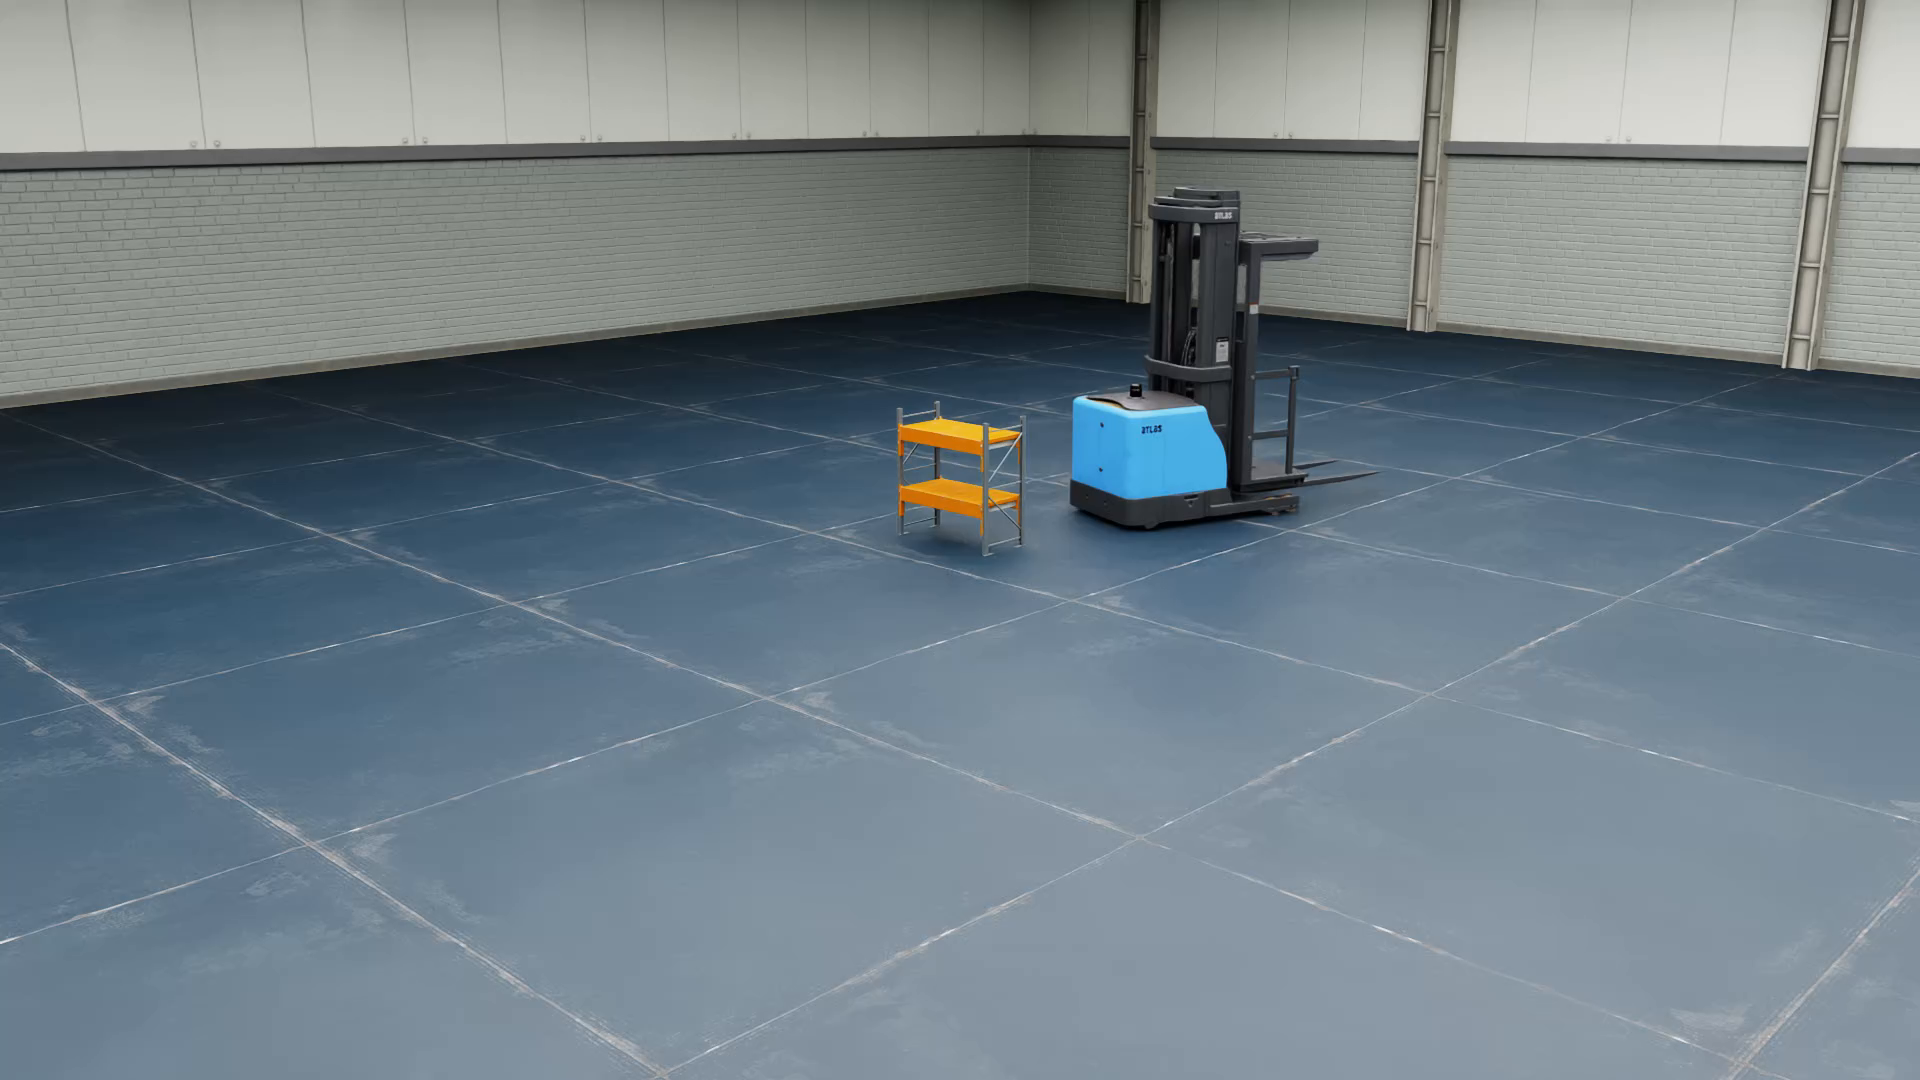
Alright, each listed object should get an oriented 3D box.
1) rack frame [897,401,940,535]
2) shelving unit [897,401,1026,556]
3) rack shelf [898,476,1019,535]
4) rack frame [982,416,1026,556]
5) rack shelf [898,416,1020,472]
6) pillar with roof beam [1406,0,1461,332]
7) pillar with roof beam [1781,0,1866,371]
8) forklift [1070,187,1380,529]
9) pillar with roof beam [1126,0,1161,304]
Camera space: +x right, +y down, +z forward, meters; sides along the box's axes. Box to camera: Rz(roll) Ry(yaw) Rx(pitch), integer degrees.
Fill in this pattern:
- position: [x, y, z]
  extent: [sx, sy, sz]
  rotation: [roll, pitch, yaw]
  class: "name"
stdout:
- position: [-0.361, -0.632, 14.627]
  extent: [0.032, 1.125, 0.500]
  rotation: [14, 20, 42]
  class: "rack frame"
- position: [0.005, -0.543, 14.286]
  extent: [1.048, 1.125, 0.538]
  rotation: [14, 20, 42]
  class: "shelving unit"
- position: [0.005, -0.307, 14.347]
  extent: [1.000, 0.278, 0.538]
  rotation: [14, 20, 42]
  class: "rack shelf"
- position: [0.371, -0.454, 13.944]
  extent: [0.032, 1.125, 0.500]
  rotation: [14, 20, 42]
  class: "rack frame"
- position: [0.005, -0.826, 14.212]
  extent: [1.000, 0.278, 0.538]
  rotation: [14, 20, 42]
  class: "rack shelf"
- position: [4.772, -7.098, 23.825]
  extent: [0.400, 9.000, 9.100]
  rotation: [14, 20, 42]
  class: "pillar with roof beam"
- position: [9.092, -6.048, 19.795]
  extent: [0.400, 9.000, 9.100]
  rotation: [14, 20, 42]
  class: "pillar with roof beam"
- position: [2.567, -1.757, 15.362]
  extent: [3.031, 2.935, 1.130]
  rotation: [-8, 16, -27]
  class: "forklift"
- position: [0.453, -8.148, 27.855]
  extent: [0.400, 9.000, 9.100]
  rotation: [14, 20, 42]
  class: "pillar with roof beam"
